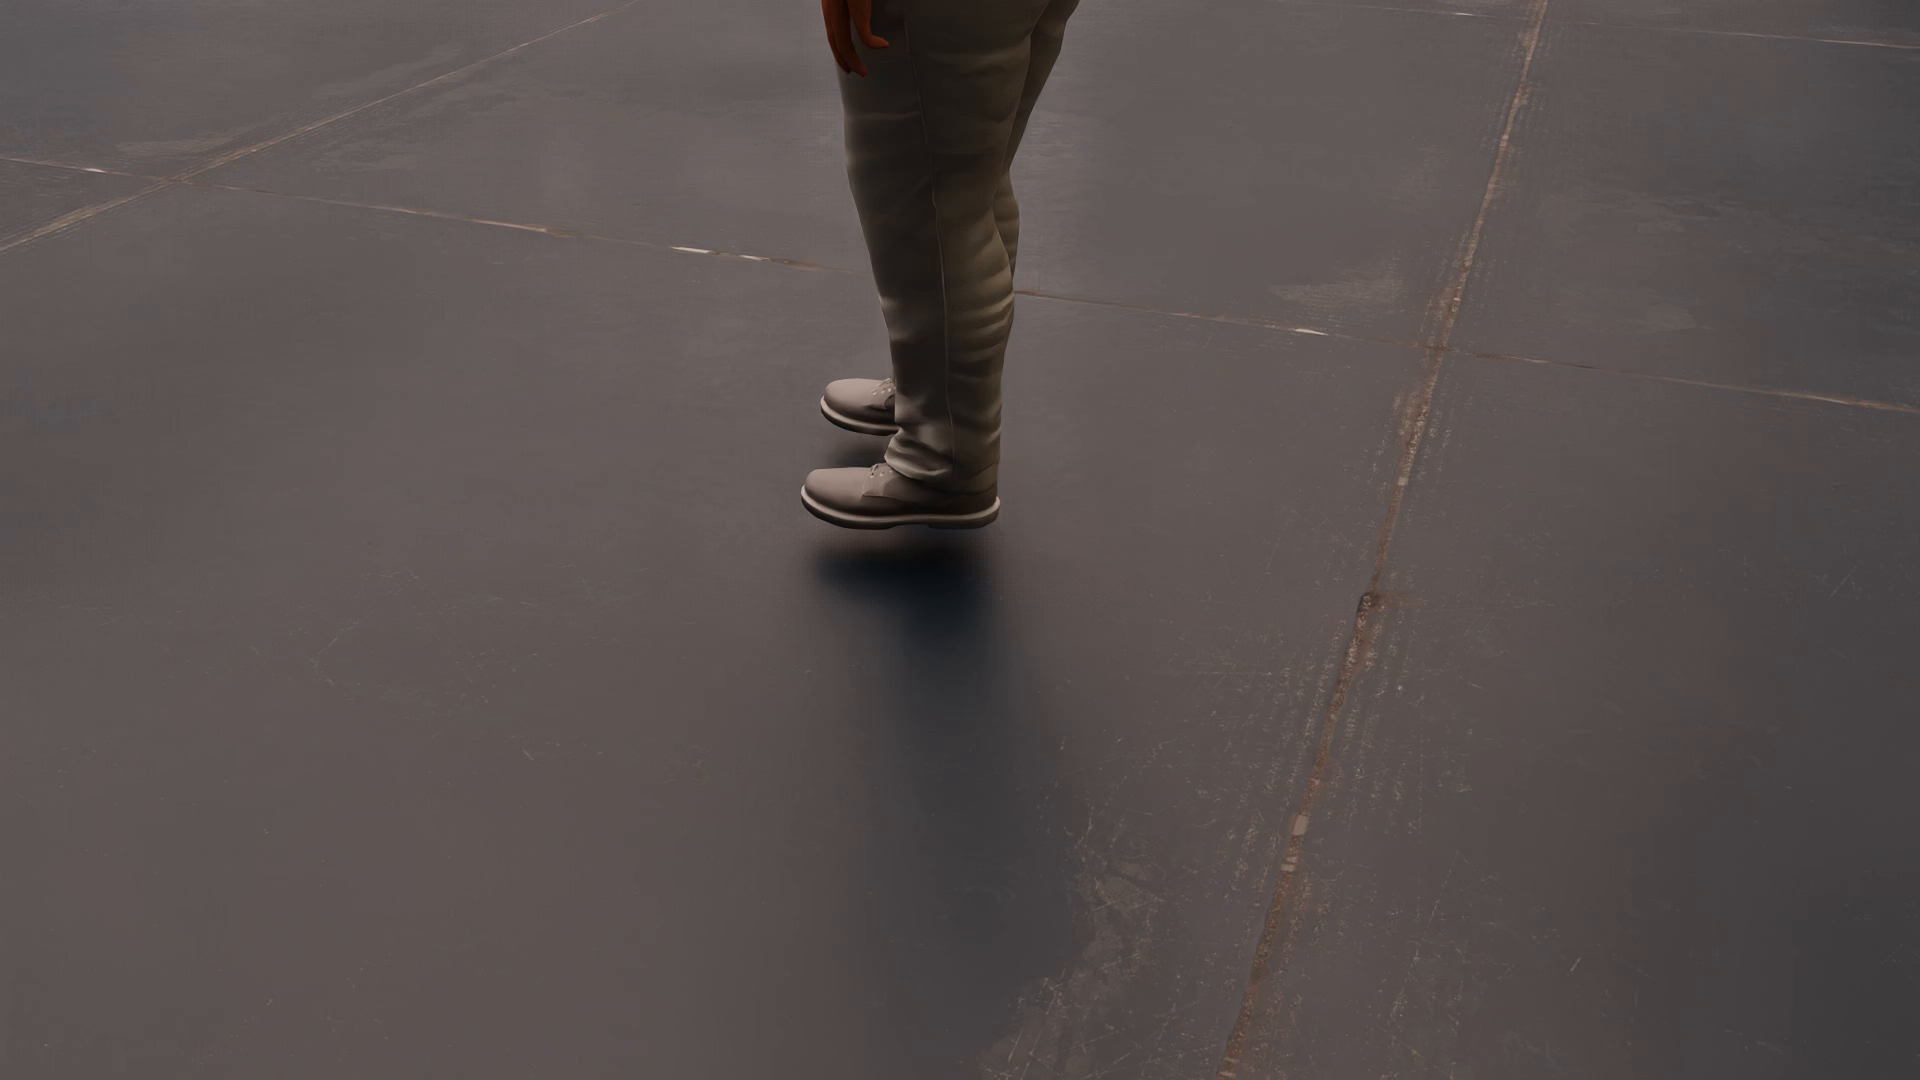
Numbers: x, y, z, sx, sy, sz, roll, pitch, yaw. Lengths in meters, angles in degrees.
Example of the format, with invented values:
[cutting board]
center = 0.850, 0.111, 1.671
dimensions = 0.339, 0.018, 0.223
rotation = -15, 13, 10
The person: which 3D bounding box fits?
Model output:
[person]
center = -0.064, -0.790, 2.108
dimensions = 0.529, 1.670, 0.598
rotation = 10, 31, 18
